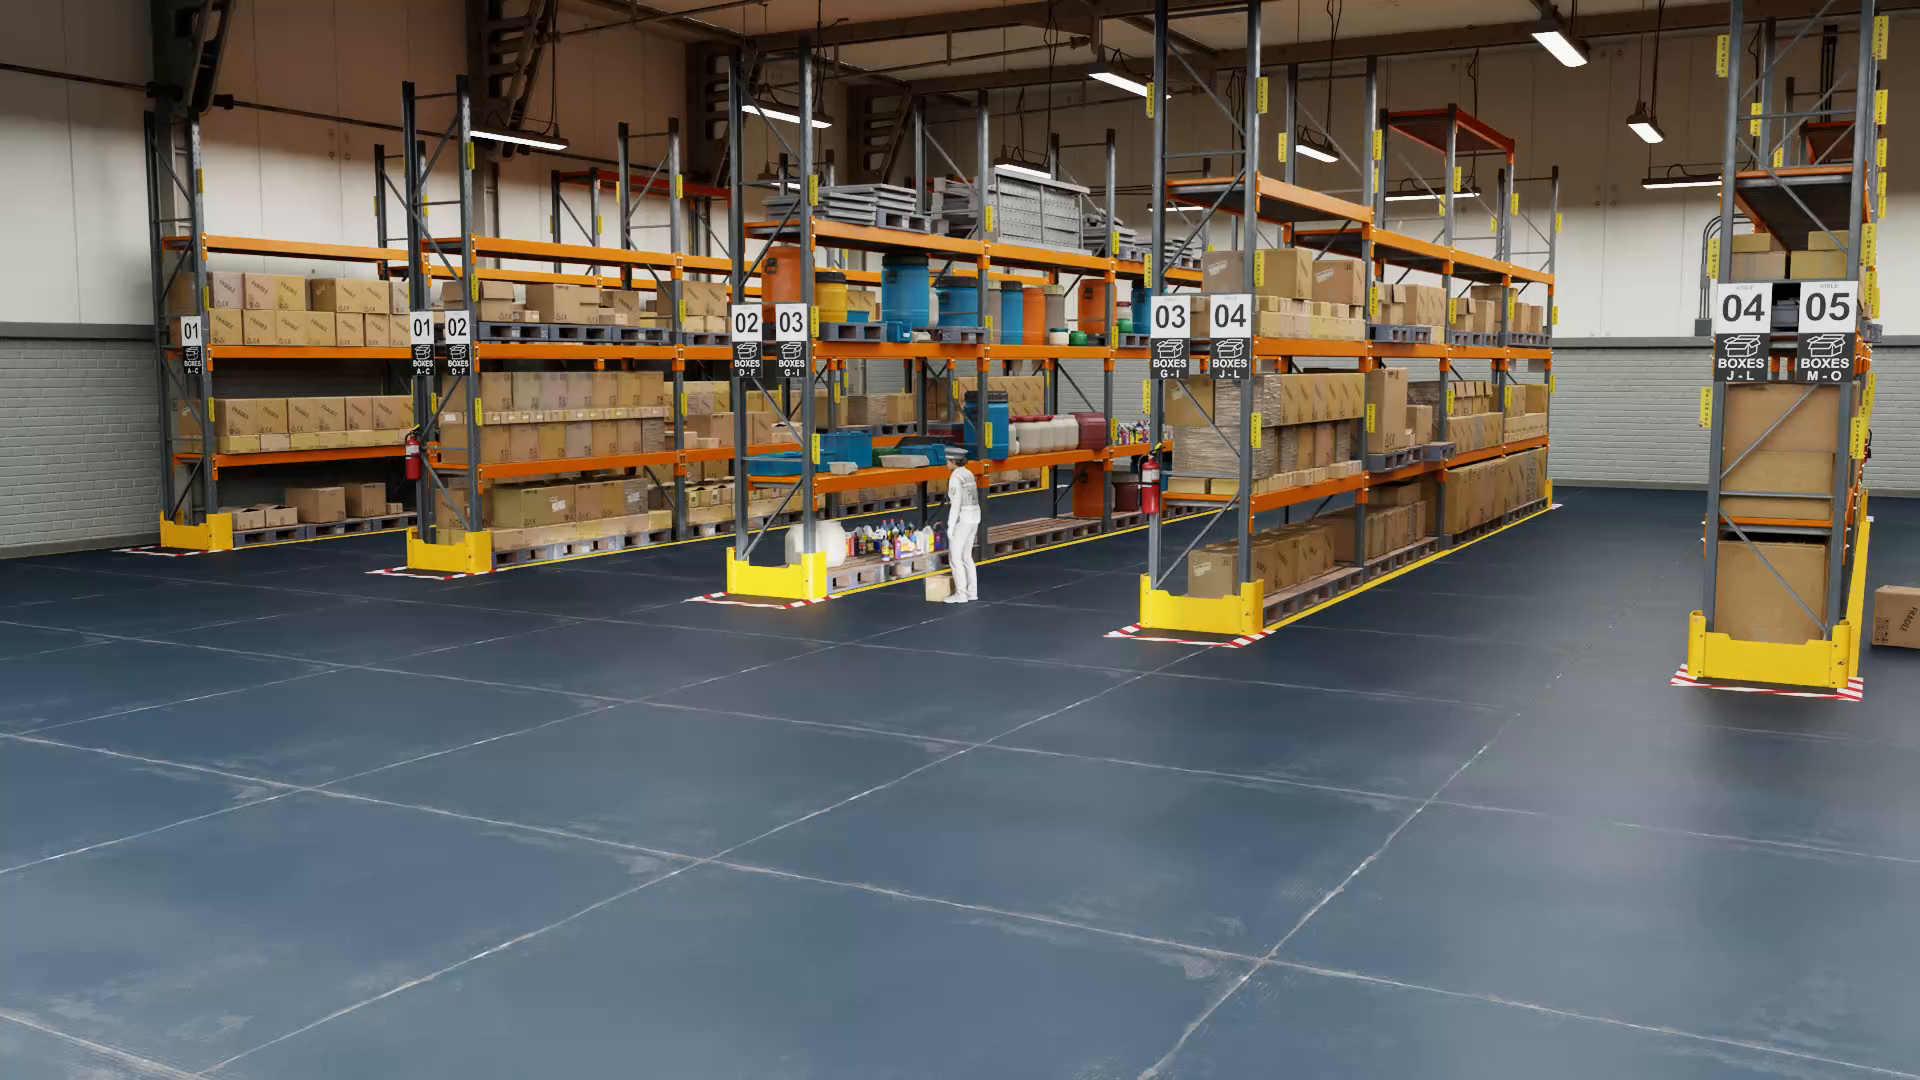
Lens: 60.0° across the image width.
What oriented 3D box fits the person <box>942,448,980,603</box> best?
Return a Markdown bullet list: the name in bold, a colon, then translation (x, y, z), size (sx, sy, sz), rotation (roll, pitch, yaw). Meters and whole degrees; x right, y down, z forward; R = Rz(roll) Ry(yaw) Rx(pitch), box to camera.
- **person**: translation (0.006, -0.162, 17.884), size (0.358, 1.662, 0.538), rotation (3, 7, 25)
